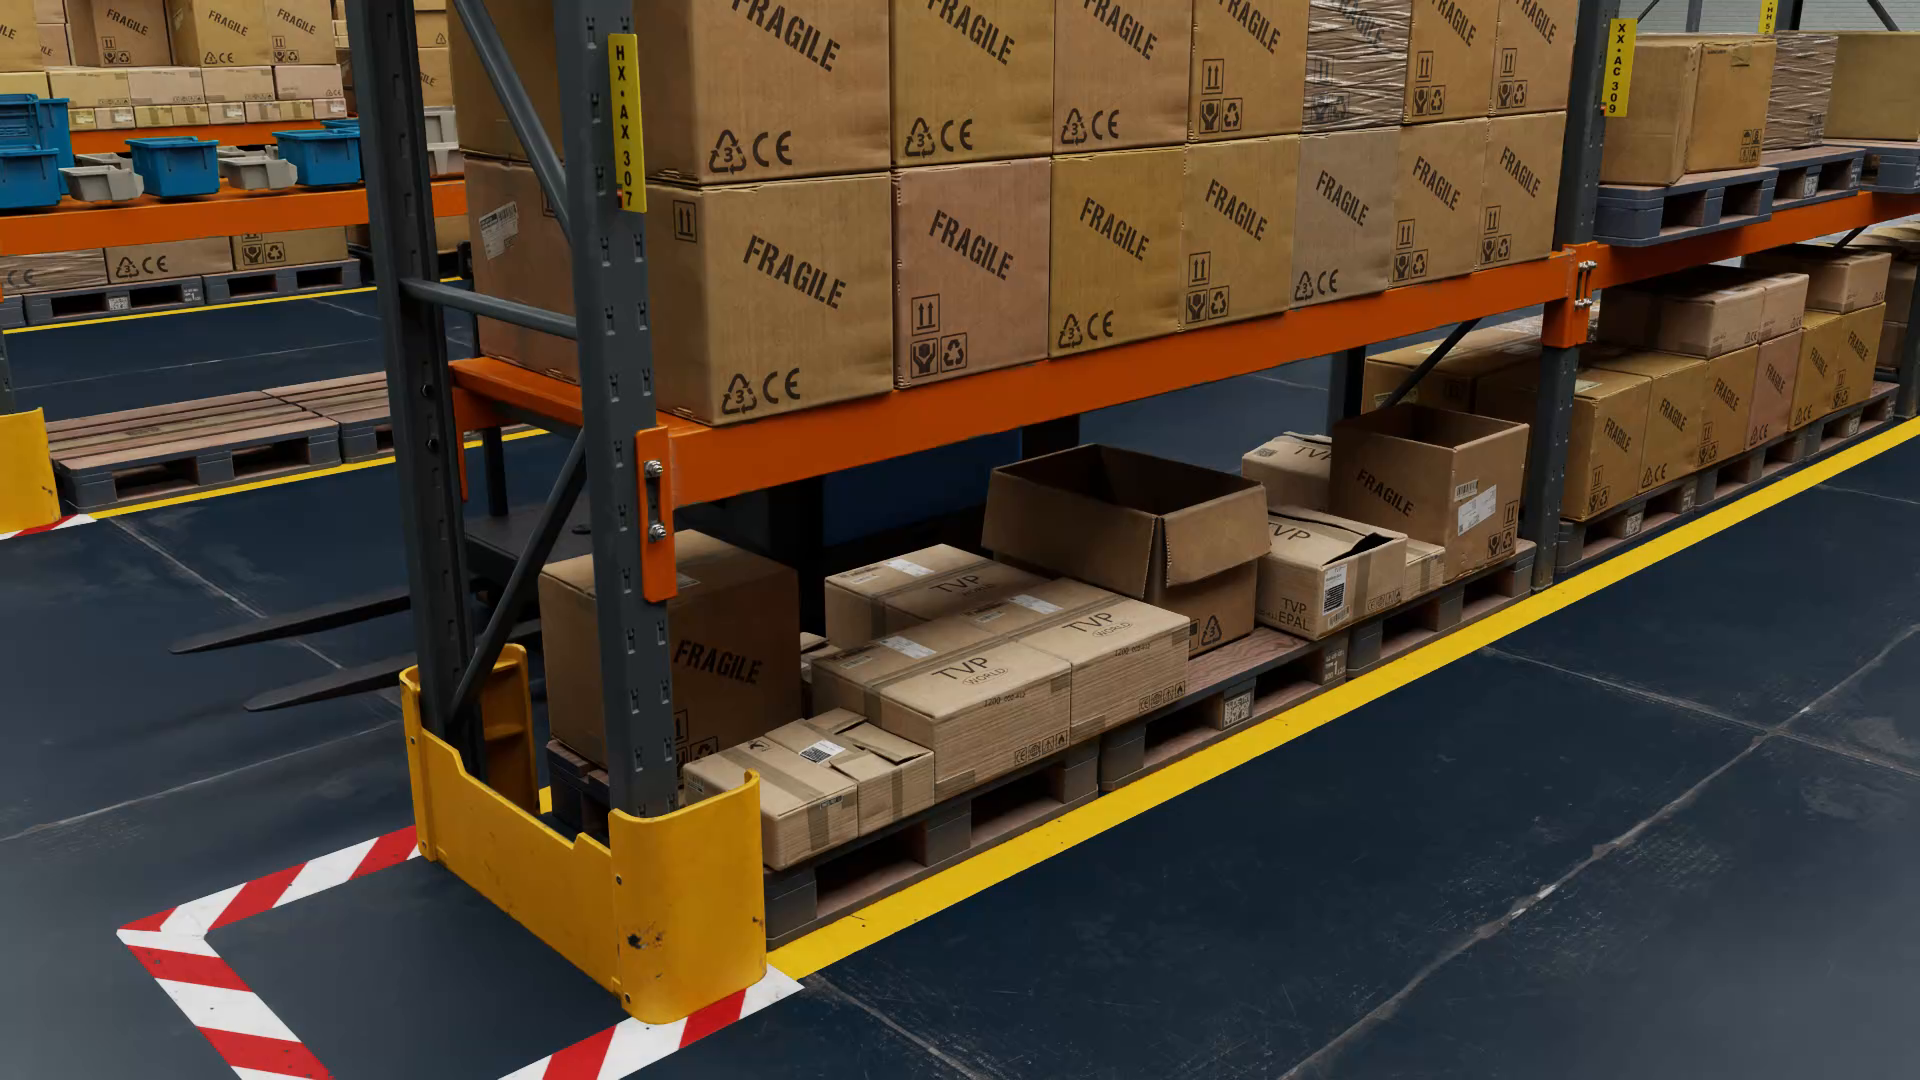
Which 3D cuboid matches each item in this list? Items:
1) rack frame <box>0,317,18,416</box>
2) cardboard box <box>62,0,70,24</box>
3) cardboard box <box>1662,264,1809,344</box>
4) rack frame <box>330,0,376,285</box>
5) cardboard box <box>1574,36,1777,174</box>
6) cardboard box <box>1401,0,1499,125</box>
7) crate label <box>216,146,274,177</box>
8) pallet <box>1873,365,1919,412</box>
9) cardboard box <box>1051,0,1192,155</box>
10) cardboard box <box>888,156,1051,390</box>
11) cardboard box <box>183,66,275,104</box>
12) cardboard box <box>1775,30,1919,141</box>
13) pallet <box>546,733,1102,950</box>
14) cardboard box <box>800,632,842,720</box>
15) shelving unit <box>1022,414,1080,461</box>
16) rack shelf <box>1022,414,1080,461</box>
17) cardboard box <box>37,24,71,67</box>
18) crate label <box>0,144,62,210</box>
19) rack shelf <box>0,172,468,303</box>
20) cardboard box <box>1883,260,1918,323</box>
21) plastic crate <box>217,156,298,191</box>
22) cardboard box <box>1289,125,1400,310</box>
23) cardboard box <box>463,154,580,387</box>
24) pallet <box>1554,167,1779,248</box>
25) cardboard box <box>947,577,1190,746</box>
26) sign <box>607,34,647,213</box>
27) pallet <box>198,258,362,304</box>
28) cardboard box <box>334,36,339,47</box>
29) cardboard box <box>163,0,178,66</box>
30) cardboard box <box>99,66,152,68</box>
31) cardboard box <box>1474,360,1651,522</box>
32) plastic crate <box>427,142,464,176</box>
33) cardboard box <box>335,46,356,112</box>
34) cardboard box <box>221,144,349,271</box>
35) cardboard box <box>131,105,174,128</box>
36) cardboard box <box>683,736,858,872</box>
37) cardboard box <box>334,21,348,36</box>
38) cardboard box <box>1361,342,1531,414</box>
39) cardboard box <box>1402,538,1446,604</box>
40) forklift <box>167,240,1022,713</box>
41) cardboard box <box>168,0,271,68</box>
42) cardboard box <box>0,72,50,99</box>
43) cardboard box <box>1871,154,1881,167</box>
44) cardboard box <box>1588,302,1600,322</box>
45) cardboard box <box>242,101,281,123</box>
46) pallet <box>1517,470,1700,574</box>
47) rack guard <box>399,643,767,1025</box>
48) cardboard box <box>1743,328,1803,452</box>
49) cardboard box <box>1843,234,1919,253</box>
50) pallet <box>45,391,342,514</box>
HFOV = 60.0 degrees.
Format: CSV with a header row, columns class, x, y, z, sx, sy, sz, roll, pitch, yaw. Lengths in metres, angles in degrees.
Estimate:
class,x,y,z,sx,sy,sz,roll,pitch,yaw
rack frame,-4.405,-1.608,7.082,0.127,3.000,1.000,-16,24,-41
cardboard box,-8.392,-5.203,15.904,0.500,0.500,0.500,17,24,42
cardboard box,3.512,-1.088,7.601,0.500,0.250,0.500,-17,24,-42
rack frame,-4.901,-3.566,13.119,0.127,3.000,1.000,-16,24,-41
cardboard box,2.856,-1.803,6.838,0.500,0.500,0.700,-12,21,-32
cardboard box,1.342,-1.594,5.254,0.500,0.500,0.500,-17,24,-42
crate label,-3.531,-1.847,8.149,0.243,0.136,0.396,-16,24,-41
pallet,5.433,-1.032,9.825,1.213,0.211,1.003,-16,24,-41
cardboard box,0.241,-1.273,4.264,0.500,0.500,0.500,-16,24,-40
cardboard box,-0.130,-0.690,4.089,0.500,0.500,0.500,-17,24,-41
cardboard box,-5.416,-3.373,12.287,0.500,0.250,0.500,-15,23,-39
cardboard box,4.428,-2.281,8.314,0.700,0.500,0.500,9,20,26
pallet,-0.371,0.644,4.657,1.213,0.211,1.003,-16,24,-41
cardboard box,-0.423,0.405,4.753,0.250,0.166,0.380,-16,24,-41
shelving unit,0.187,-1.053,6.829,0.503,2.100,0.431,-16,24,-41
rack shelf,0.187,-0.374,7.049,0.480,0.518,0.431,-16,24,-41
cardboard box,-8.771,-4.612,15.702,0.500,0.500,0.500,-17,25,-42
crate label,-3.999,-1.536,7.032,0.303,0.233,0.416,-16,24,-41
rack shelf,-2.952,-1.690,8.500,4.000,0.370,1.077,-16,24,-41
cardboard box,5.391,-1.396,9.296,0.500,0.311,0.500,-15,23,-39
plastic crate,-3.217,-1.683,7.643,0.298,0.136,0.250,-16,24,-41
cardboard box,0.970,-1.010,5.075,0.500,0.500,0.500,-16,24,-40
cardboard box,-0.866,-0.701,4.121,0.500,0.500,0.500,-15,23,-39
pallet,2.558,-1.399,6.746,1.213,0.211,1.003,-16,24,-41
cardboard box,0.312,0.338,4.824,0.500,0.250,0.500,-16,24,-41
sign,-0.632,-0.788,3.147,0.005,0.325,0.100,-16,24,-41
pallet,-5.508,-2.096,13.106,1.213,0.211,1.003,-16,24,-41
cardboard box,-6.684,-5.180,17.342,0.250,0.149,0.380,-17,24,-42
cardboard box,-5.788,-3.846,12.528,0.500,0.500,0.500,-16,24,-41
cardboard box,-6.160,-3.380,12.306,0.500,0.250,0.500,-16,24,-39
cardboard box,2.421,-0.413,6.735,0.500,0.500,0.500,17,24,41
plastic crate,-2.557,-1.923,8.381,0.466,0.136,0.293,-16,24,-41
cardboard box,-4.749,-3.774,13.598,0.500,0.500,0.500,-16,24,-41
cardboard box,-5.436,-2.633,13.006,0.875,0.875,0.875,-16,24,-41
cardboard box,-5.831,-3.036,11.892,0.250,0.149,0.380,-17,24,-42
cardboard box,-0.464,0.638,4.063,0.250,0.149,0.380,-16,24,-41
cardboard box,-6.501,-5.375,17.460,0.250,0.149,0.380,-15,23,-39
cardboard box,2.064,-0.534,7.108,0.500,0.500,0.500,-16,24,-41
cardboard box,1.452,0.079,5.786,0.250,0.149,0.380,-16,24,-41
forklift,-1.160,-1.089,5.590,3.031,2.935,1.130,-16,24,-41
cardboard box,-5.419,-3.730,12.171,0.500,0.500,0.500,-16,24,-40
cardboard box,-6.533,-3.047,11.280,0.500,0.250,0.500,17,25,42
cardboard box,5.103,-2.218,9.105,0.500,0.311,0.500,-14,23,-37
cardboard box,3.161,-0.851,8.087,0.500,0.500,0.500,17,25,42
cardboard box,-5.271,-3.199,12.396,0.250,0.149,0.380,-17,24,-42
pallet,2.467,-0.199,7.257,1.213,0.211,1.003,-16,24,-41
rack guard,-0.949,0.676,4.091,0.348,0.500,1.175,-16,24,-41
cardboard box,3.537,-0.740,7.743,0.500,0.500,0.500,17,24,42
cardboard box,5.762,-1.735,10.341,0.500,0.311,0.500,-16,24,-41
pallet,-3.779,-0.448,8.024,1.213,0.211,1.003,-16,24,-41
